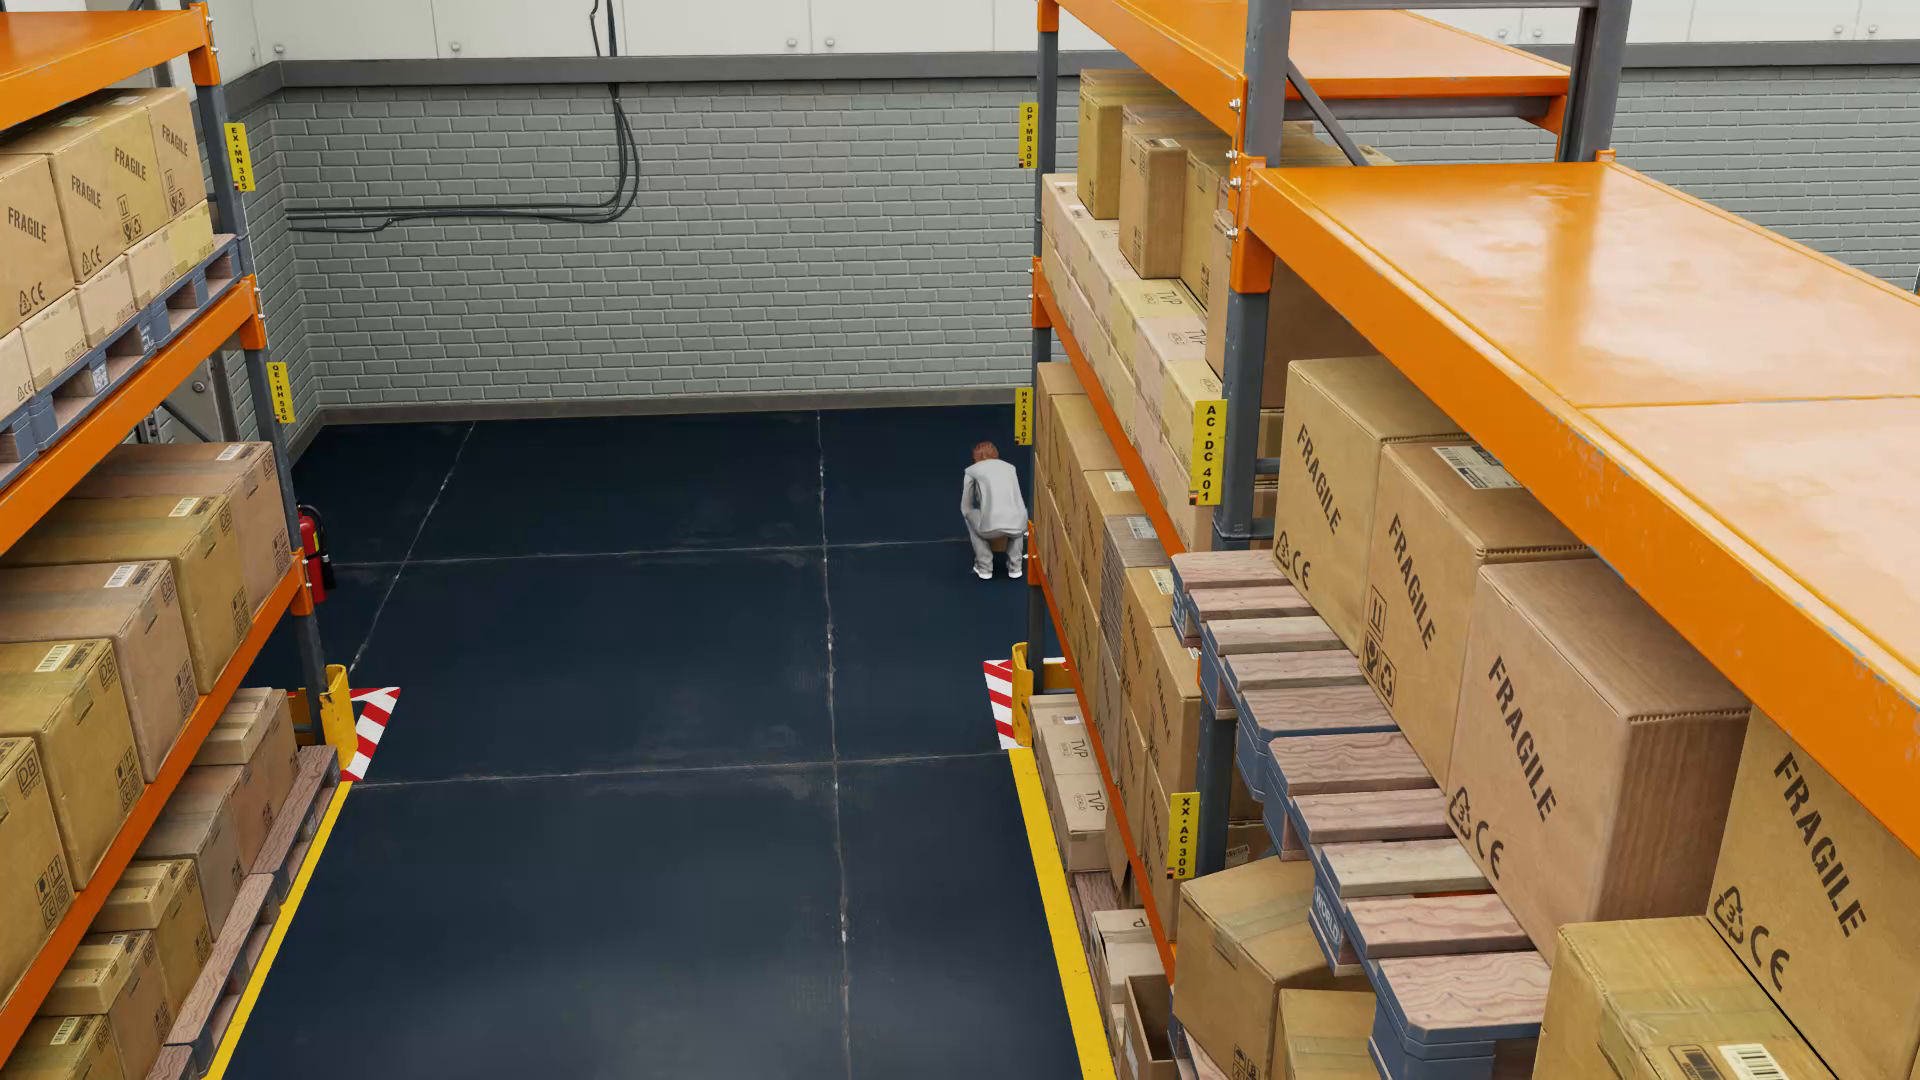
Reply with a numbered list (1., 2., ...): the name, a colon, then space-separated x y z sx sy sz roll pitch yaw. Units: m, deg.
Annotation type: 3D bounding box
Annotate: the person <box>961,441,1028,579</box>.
1. person: 0.248 -0.190 11.676 0.440 0.829 0.804 -2 24 -5
